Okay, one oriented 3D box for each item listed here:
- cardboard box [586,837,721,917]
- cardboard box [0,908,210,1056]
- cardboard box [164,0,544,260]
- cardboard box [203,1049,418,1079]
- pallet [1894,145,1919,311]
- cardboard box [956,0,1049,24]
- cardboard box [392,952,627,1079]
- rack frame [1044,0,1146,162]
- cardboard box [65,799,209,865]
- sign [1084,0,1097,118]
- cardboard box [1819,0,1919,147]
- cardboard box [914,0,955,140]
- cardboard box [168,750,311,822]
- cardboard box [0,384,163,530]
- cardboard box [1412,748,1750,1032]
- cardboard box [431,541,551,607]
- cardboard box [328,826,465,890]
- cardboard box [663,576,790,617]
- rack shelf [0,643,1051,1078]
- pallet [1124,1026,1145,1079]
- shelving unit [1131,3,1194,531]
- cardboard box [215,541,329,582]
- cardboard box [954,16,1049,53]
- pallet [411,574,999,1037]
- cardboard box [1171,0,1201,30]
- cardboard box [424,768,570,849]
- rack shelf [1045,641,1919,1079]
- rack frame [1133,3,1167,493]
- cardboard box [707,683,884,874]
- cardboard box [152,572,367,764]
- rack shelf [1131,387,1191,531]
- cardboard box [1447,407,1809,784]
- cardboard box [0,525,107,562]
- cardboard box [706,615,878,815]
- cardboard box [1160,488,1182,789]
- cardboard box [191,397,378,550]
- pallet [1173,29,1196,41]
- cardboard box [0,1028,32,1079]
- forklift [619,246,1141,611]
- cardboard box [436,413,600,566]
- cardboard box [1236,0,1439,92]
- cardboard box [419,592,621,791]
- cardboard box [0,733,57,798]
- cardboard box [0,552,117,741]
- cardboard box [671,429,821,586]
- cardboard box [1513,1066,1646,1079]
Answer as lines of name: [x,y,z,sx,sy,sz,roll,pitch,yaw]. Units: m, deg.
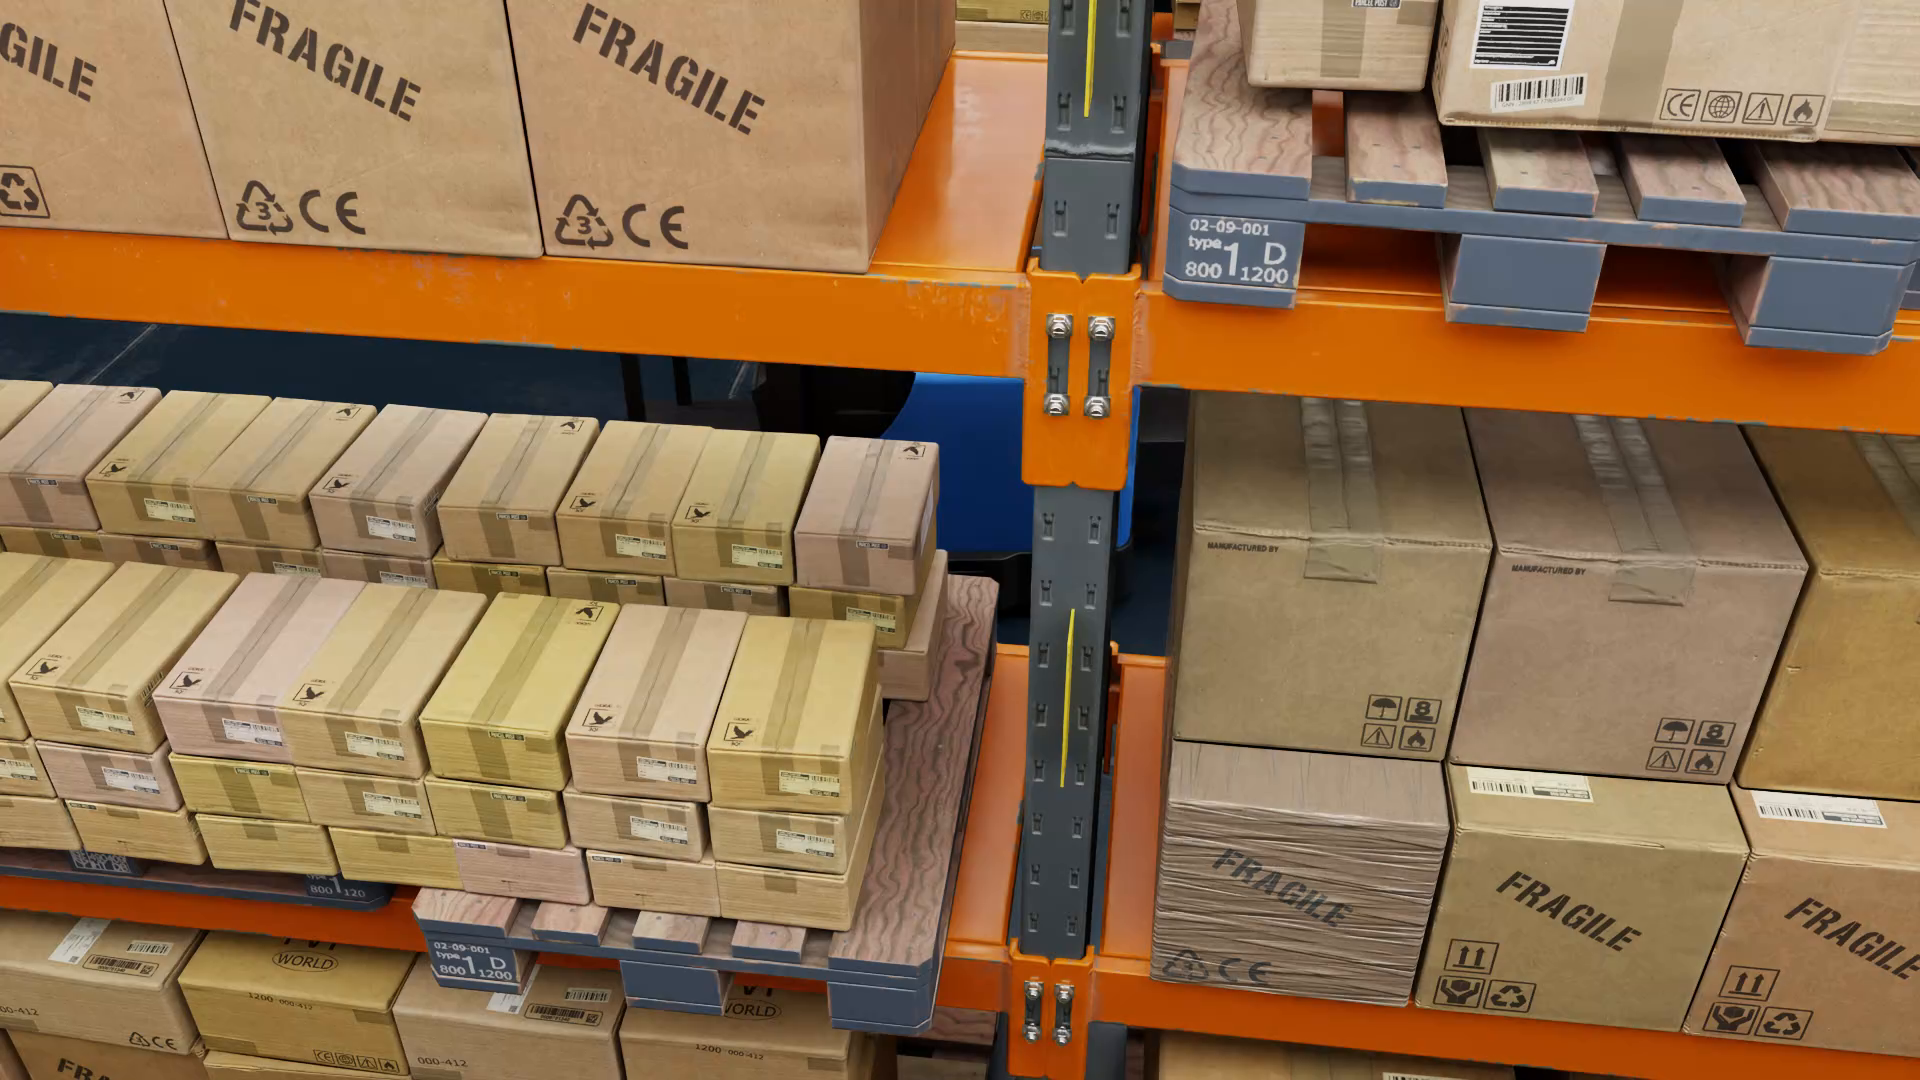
cardboard box: [-0.549,0.539,3.267,0.250,0.149,0.380,4,36,6]
cardboard box: [-1.990,0.930,4.010,0.500,0.250,0.500,6,36,8]
cardboard box: [-0.852,-0.788,2.604,0.500,0.500,0.500,4,36,6]
cardboard box: [-1.483,1.277,4.168,0.500,0.500,0.500,3,36,4]
pallet: [1.999,-0.647,2.655,1.213,0.211,1.003,6,36,8]
cardboard box: [0.262,-2.492,7.359,0.500,0.250,0.500,4,36,6]
cardboard box: [-0.970,1.010,3.898,0.500,0.250,0.500,5,36,7]
rack frame: [0.245,-2.043,1.866,0.127,3.000,1.000,4,36,6]
cardboard box: [-1.575,0.461,3.377,0.250,0.149,0.380,5,36,7]
sign: [0.173,-0.720,2.149,0.005,0.325,0.100,4,36,6]
cardboard box: [1.431,-0.755,2.325,0.500,0.250,0.500,5,36,7]
cardboard box: [-0.288,-1.058,2.982,0.500,0.500,0.500,4,36,6]
cardboard box: [-1.324,0.360,3.262,0.250,0.149,0.380,4,36,6]
cardboard box: [-2.007,-0.194,3.782,0.250,0.149,0.380,3,36,4]
cardboard box: [1.160,0.583,3.265,0.500,0.500,0.500,4,36,6]
cardboard box: [-0.994,0.003,3.763,0.250,0.149,0.380,4,36,6]
cardboard box: [-1.051,0.500,3.322,0.250,0.149,0.380,4,36,5]
cardboard box: [-0.479,0.039,3.712,0.250,0.149,0.380,6,36,8]
rack shelf: [-1.739,0.544,4.025,4.000,0.370,1.077,4,36,6]
pallet: [1.017,1.636,4.276,1.213,0.211,1.003,4,36,6]
shelving unit: [0.906,-0.893,6.194,0.503,2.100,0.431,-1,36,-1]
cardboard box: [-1.487,-0.036,3.818,0.250,0.149,0.380,4,36,6]
cardboard box: [0.240,-2.287,7.502,0.500,0.250,0.500,3,36,4]
pallet: [-0.476,0.486,3.652,1.003,0.211,1.213,4,36,6]
cardboard box: [1.073,-2.398,7.383,0.250,0.149,0.380,2,36,3]
cardboard box: [-0.830,0.398,3.208,0.250,0.149,0.380,5,36,7]
rack shelf: [2.228,0.840,3.610,4.000,0.370,1.077,4,36,6]
rack frame: [0.662,-0.890,6.190,0.015,2.100,0.400,-1,36,-1]
cardboard box: [-0.303,0.435,3.157,0.250,0.149,0.380,5,36,7]
cardboard box: [-1.312,0.238,3.177,0.250,0.149,0.380,4,36,6]
rack shelf: [0.906,-0.312,6.609,0.480,0.518,0.431,-1,36,-1]
cardboard box: [1.190,0.027,3.183,0.500,0.500,0.700,4,36,5]
cardboard box: [-1.995,-0.075,3.872,0.250,0.149,0.380,4,36,6]
cardboard box: [-0.300,0.316,3.067,0.250,0.149,0.380,3,36,4]
cardboard box: [0.725,0.237,3.750,0.500,0.500,0.500,4,36,6]
cardboard box: [-1.493,-0.154,3.726,0.250,0.149,0.380,5,36,7]
pallet: [1.495,-2.391,7.683,1.003,0.211,1.213,4,36,6]
cardboard box: [-2.499,1.195,4.283,0.500,0.500,0.500,6,36,8]
forklift: [-0.872,-1.184,5.885,3.031,2.935,1.130,-1,36,-1]
cardboard box: [-0.961,-0.116,3.674,0.250,0.149,0.380,3,36,4]
cardboard box: [0.555,-0.814,2.495,0.250,0.149,0.380,3,36,4]
cardboard box: [-0.809,0.277,3.122,0.250,0.149,0.380,5,36,7]
cardboard box: [-1.839,0.322,3.315,0.250,0.149,0.380,4,36,5]
cardboard box: [-1.840,0.200,3.231,0.250,0.149,0.380,5,36,7]
cardboard box: [-0.456,-0.076,3.617,0.250,0.149,0.380,3,36,5]
cardboard box: [1.705,1.304,3.916,0.750,0.750,1.050,5,36,7]
